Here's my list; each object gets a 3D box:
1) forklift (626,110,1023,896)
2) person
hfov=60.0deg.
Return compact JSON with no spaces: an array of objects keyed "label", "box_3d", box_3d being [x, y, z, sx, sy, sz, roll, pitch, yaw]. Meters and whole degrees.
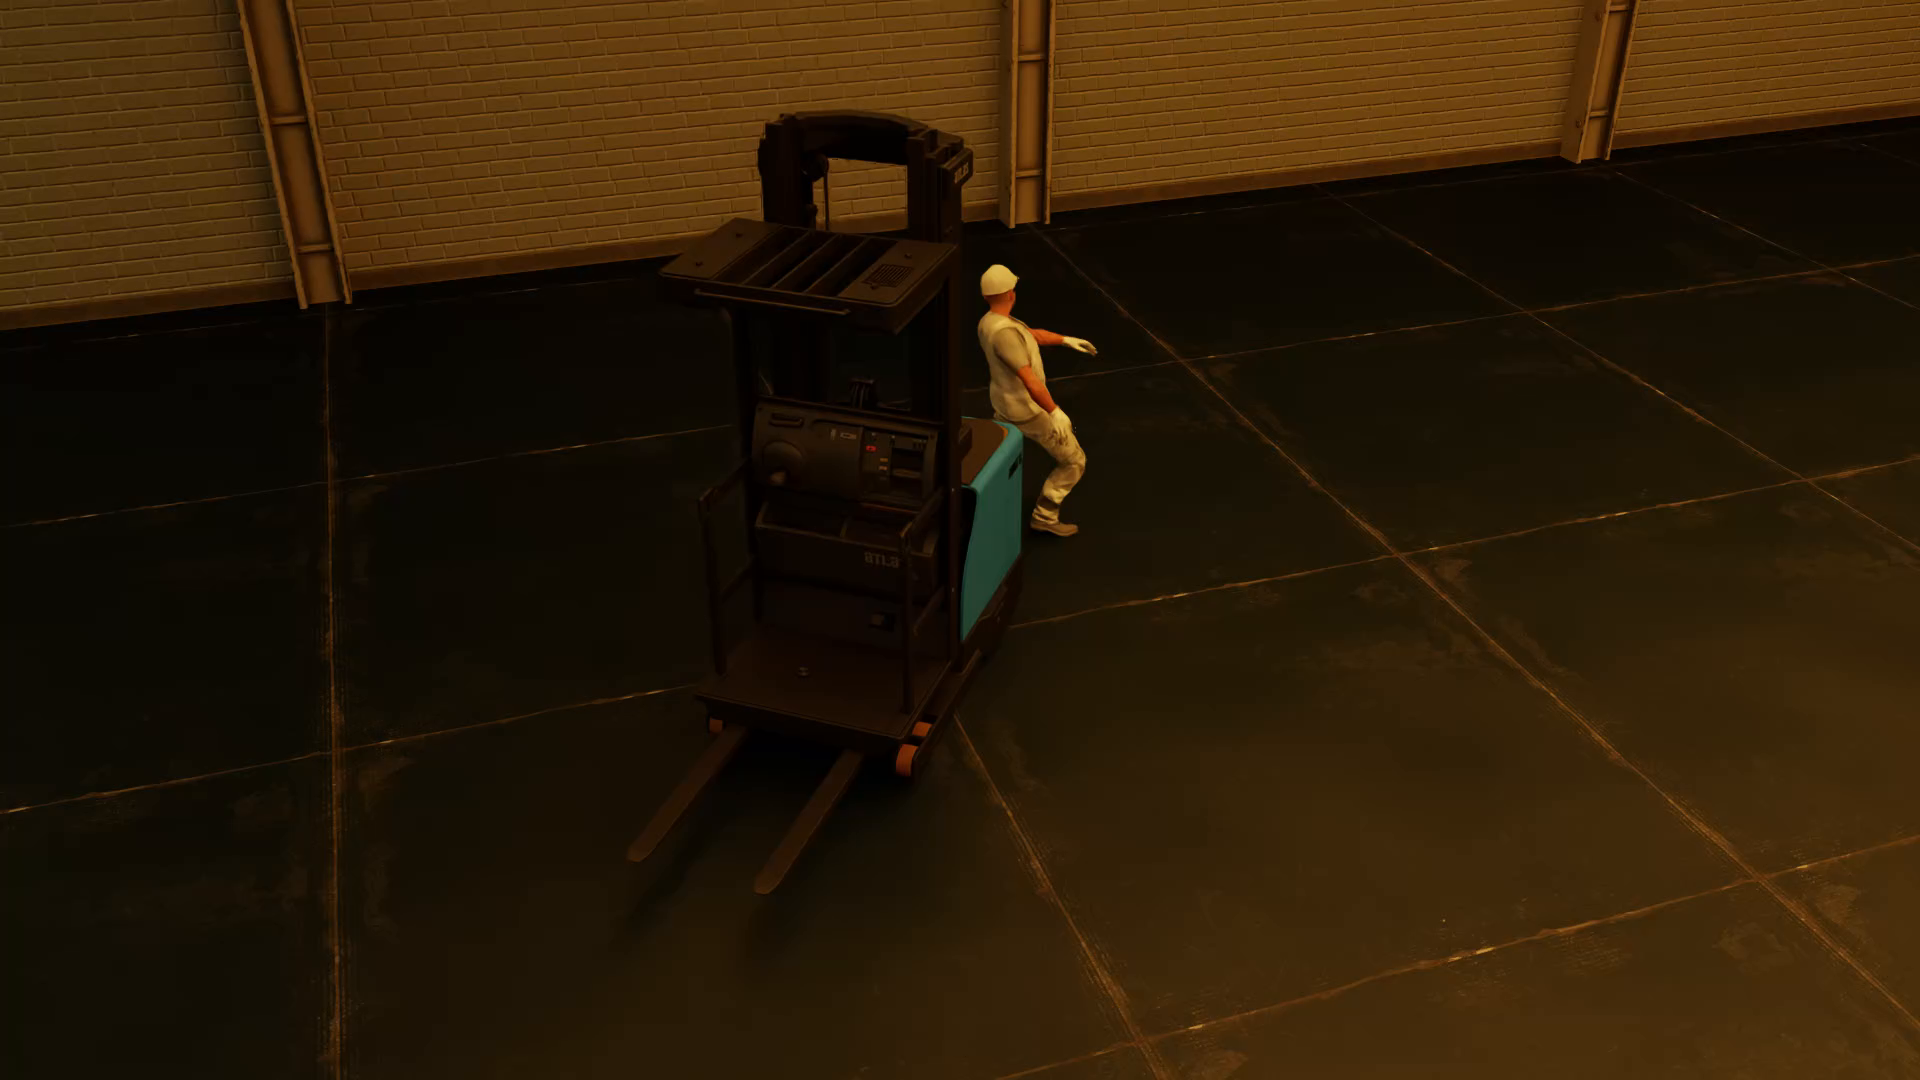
[{"label":"forklift","box_3d":[-0.620,-0.352,7.698,1.130,2.935,3.031,10,31,17]},{"label":"person","box_3d":[0.482,-0.771,9.729,0.783,1.670,0.849,-13,33,-22]}]
